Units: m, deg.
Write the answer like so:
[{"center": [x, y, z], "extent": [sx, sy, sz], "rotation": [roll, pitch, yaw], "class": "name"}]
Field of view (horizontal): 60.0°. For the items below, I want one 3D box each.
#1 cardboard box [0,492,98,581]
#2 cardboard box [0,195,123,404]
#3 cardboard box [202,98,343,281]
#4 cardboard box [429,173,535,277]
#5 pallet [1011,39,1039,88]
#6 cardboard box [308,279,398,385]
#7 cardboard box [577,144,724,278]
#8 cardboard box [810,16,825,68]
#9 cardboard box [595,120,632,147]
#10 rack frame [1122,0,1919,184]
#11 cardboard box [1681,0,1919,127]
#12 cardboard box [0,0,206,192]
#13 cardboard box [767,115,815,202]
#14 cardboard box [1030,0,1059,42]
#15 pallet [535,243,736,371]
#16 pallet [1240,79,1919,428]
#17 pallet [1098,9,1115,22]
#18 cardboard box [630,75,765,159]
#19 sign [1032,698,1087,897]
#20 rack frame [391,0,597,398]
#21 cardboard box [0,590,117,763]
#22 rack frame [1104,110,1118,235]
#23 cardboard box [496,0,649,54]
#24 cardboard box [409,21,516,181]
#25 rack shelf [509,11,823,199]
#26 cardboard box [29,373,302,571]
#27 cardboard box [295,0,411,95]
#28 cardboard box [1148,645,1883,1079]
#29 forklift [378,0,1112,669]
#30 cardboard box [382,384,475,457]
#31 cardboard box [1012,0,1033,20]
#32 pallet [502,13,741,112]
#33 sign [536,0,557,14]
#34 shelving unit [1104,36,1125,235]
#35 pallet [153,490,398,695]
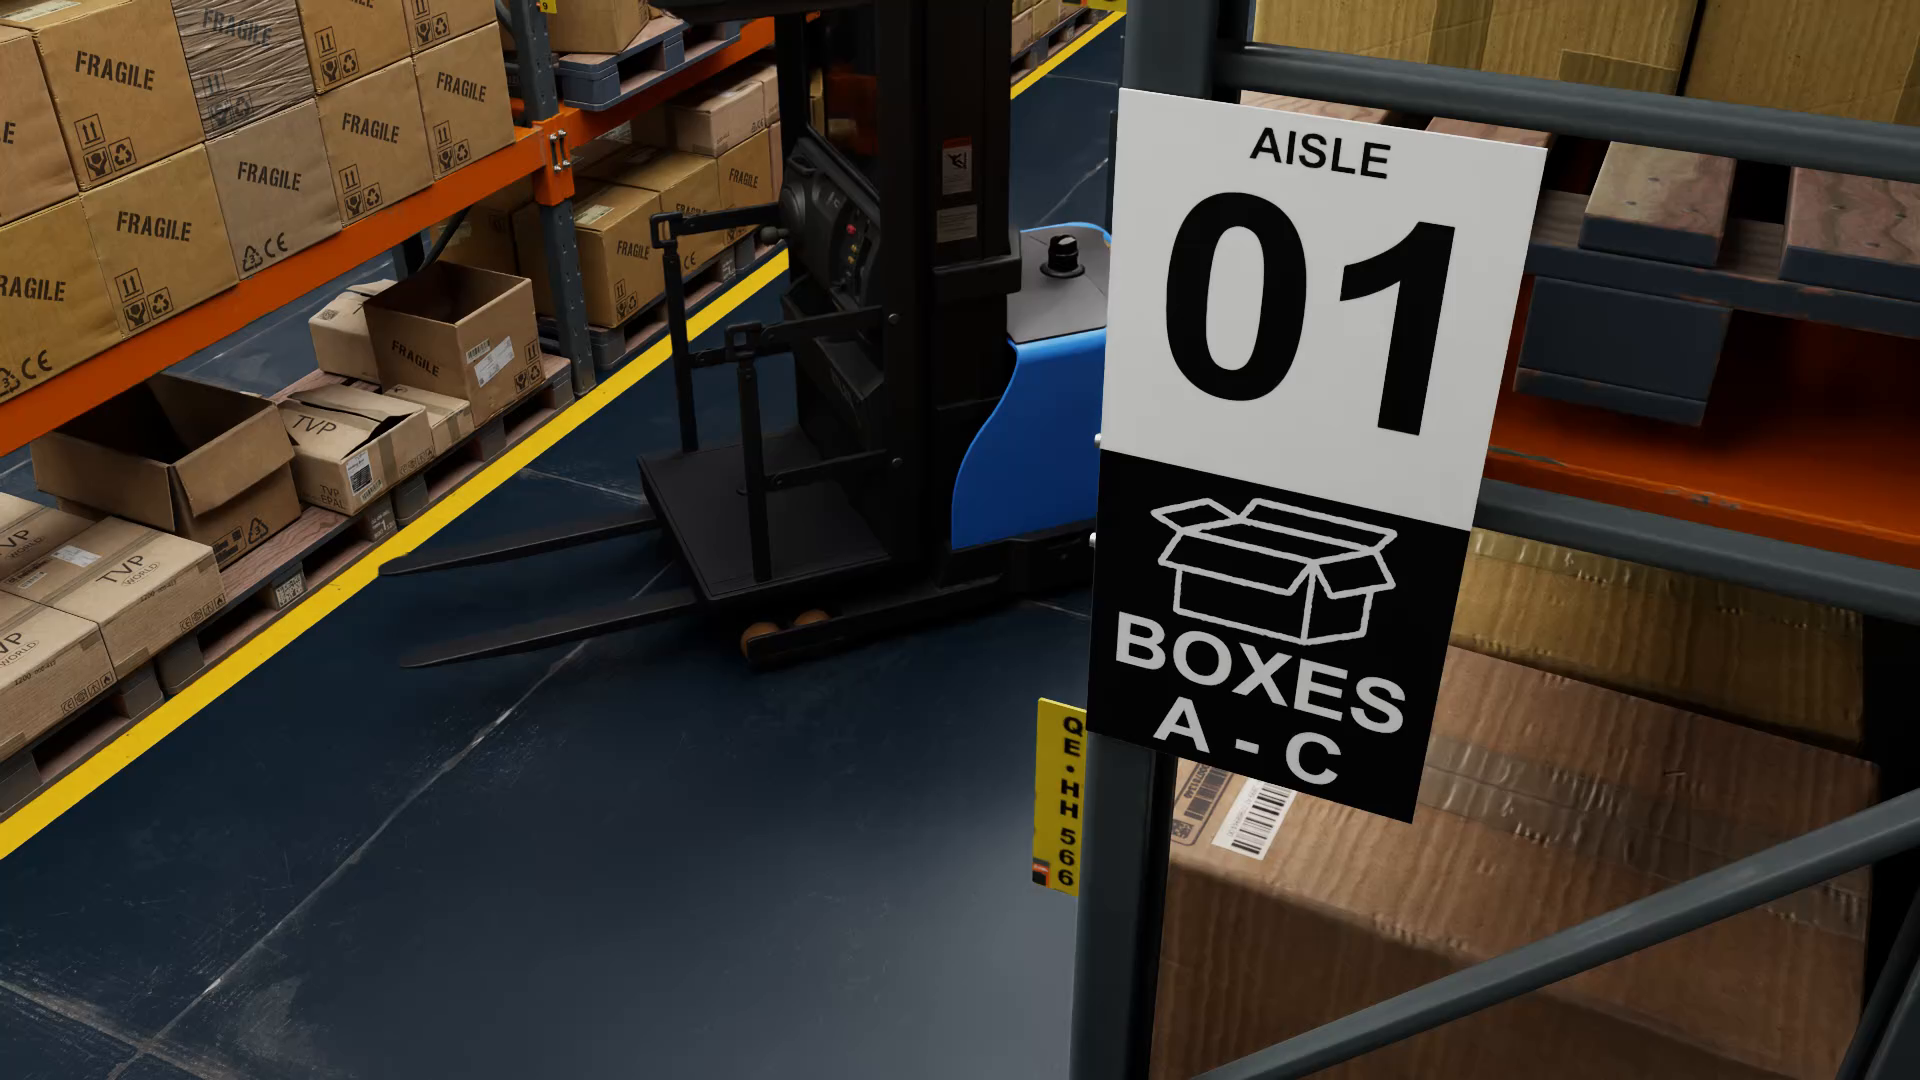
[{"center": [-3.439, 0.103, 5.964], "extent": [0.500, 0.250, 0.500], "rotation": [14, 36, 20], "class": "cardboard box"}, {"center": [-3.019, -0.779, 5.112], "extent": [0.500, 0.500, 0.500], "rotation": [14, 36, 20], "class": "cardboard box"}, {"center": [-2.597, -1.282, 5.879], "extent": [0.500, 0.500, 0.500], "rotation": [15, 36, 22], "class": "cardboard box"}, {"center": [-2.248, -1.512, 8.198], "extent": [0.500, 0.500, 0.500], "rotation": [14, 36, 20], "class": "cardboard box"}, {"center": [-0.140, -3.289, 11.573], "extent": [1.003, 0.211, 1.213], "rotation": [14, 36, 20], "class": "pallet"}, {"center": [-2.566, -0.962, 7.532], "extent": [0.500, 0.311, 0.500], "rotation": [14, 36, 20], "class": "cardboard box"}, {"center": [-1.557, -1.653, 8.414], "extent": [0.500, 0.500, 0.500], "rotation": [15, 36, 21], "class": "cardboard box"}, {"center": [-0.718, -2.957, 9.719], "extent": [0.500, 0.250, 0.500], "rotation": [16, 36, 22], "class": "cardboard box"}, {"center": [-1.823, -2.006, 8.952], "extent": [0.500, 0.500, 0.500], "rotation": [15, 36, 21], "class": "cardboard box"}, {"center": [0.634, -1.444, 0.745], "extent": [1.000, 3.000, 0.127], "rotation": [14, 36, 20], "class": "rack frame"}, {"center": [1.162, -0.651, 1.935], "extent": [0.500, 0.250, 0.500], "rotation": [16, 37, 23], "class": "cardboard box"}, {"center": [-2.805, -1.453, 5.228], "extent": [0.500, 0.500, 0.500], "rotation": [14, 36, 20], "class": "cardboard box"}, {"center": [-1.129, -2.152, 9.175], "extent": [0.500, 0.500, 0.500], "rotation": [13, 35, 19], "class": "cardboard box"}, {"center": [0.387, -3.784, 11.910], "extent": [0.500, 0.250, 0.500], "rotation": [13, 36, 19], "class": "cardboard box"}, {"center": [-1.888, -1.309, 8.554], "extent": [1.003, 0.211, 1.213], "rotation": [14, 36, 20], "class": "pallet"}, {"center": [0.934, -0.524, 2.159], "extent": [1.003, 0.211, 1.213], "rotation": [14, 36, 20], "class": "pallet"}, {"center": [0.880, -4.504, 13.426], "extent": [1.003, 0.211, 1.213], "rotation": [14, 36, 20], "class": "pallet"}, {"center": [-1.352, -2.197, 8.559], "extent": [0.500, 0.250, 0.500], "rotation": [14, 36, 21], "class": "cardboard box"}, {"center": [0.147, 0.351, 2.208], "extent": [0.100, 0.325, 0.005], "rotation": [14, 36, 20], "class": "sign"}, {"center": [-2.194, -2.062, 7.158], "extent": [1.000, 3.000, 0.127], "rotation": [14, 36, 20], "class": "rack frame"}, {"center": [-3.173, 0.442, 5.447], "extent": [0.500, 0.250, 0.500], "rotation": [14, 36, 20], "class": "cardboard box"}, {"center": [0.846, -1.060, 6.998], "extent": [0.500, 1.500, 0.032], "rotation": [4, 33, 6], "class": "rack frame"}, {"center": [-1.792, -2.464, 7.297], "extent": [0.700, 0.500, 0.500], "rotation": [3, 33, 4], "class": "cardboard box"}, {"center": [-2.170, -1.796, 6.662], "extent": [0.500, 0.500, 0.500], "rotation": [15, 36, 21], "class": "cardboard box"}, {"center": [-1.357, -2.757, 8.875], "extent": [1.077, 0.370, 4.000], "rotation": [14, 36, 20], "class": "rack shelf"}, {"center": [-2.975, -0.265, 6.294], "extent": [0.797, 0.503, 0.637], "rotation": [14, 36, 20], "class": "cardboard box"}, {"center": [-2.382, -1.954, 5.992], "extent": [0.500, 0.500, 0.500], "rotation": [13, 36, 20], "class": "cardboard box"}, {"center": [0.838, 0.683, 2.699], "extent": [0.980, 0.700, 0.700], "rotation": [16, 36, 23], "class": "cardboard box"}, {"center": [-0.642, -1.091, 5.740], "extent": [3.031, 2.935, 1.130], "rotation": [-13, 35, -19], "class": "forklift"}, {"center": [-2.277, -0.504, 6.982], "extent": [0.380, 0.149, 0.250], "rotation": [14, 36, 20], "class": "cardboard box"}, {"center": [0.178, -3.771, 11.379], "extent": [0.500, 0.311, 0.500], "rotation": [13, 36, 19], "class": "cardboard box"}, {"center": [-1.760, -2.354, 7.780], "extent": [1.003, 0.211, 1.213], "rotation": [14, 36, 20], "class": "pallet"}, {"center": [-1.698, -2.303, 6.737], "extent": [0.100, 0.325, 0.005], "rotation": [14, 36, 20], "class": "sign"}, {"center": [0.906, -1.331, 7.413], "extent": [0.587, 1.500, 1.083], "rotation": [4, 33, 6], "class": "shelving unit"}, {"center": [-2.991, 0.056, 6.472], "extent": [1.003, 0.211, 1.213], "rotation": [14, 36, 20], "class": "pallet"}]
